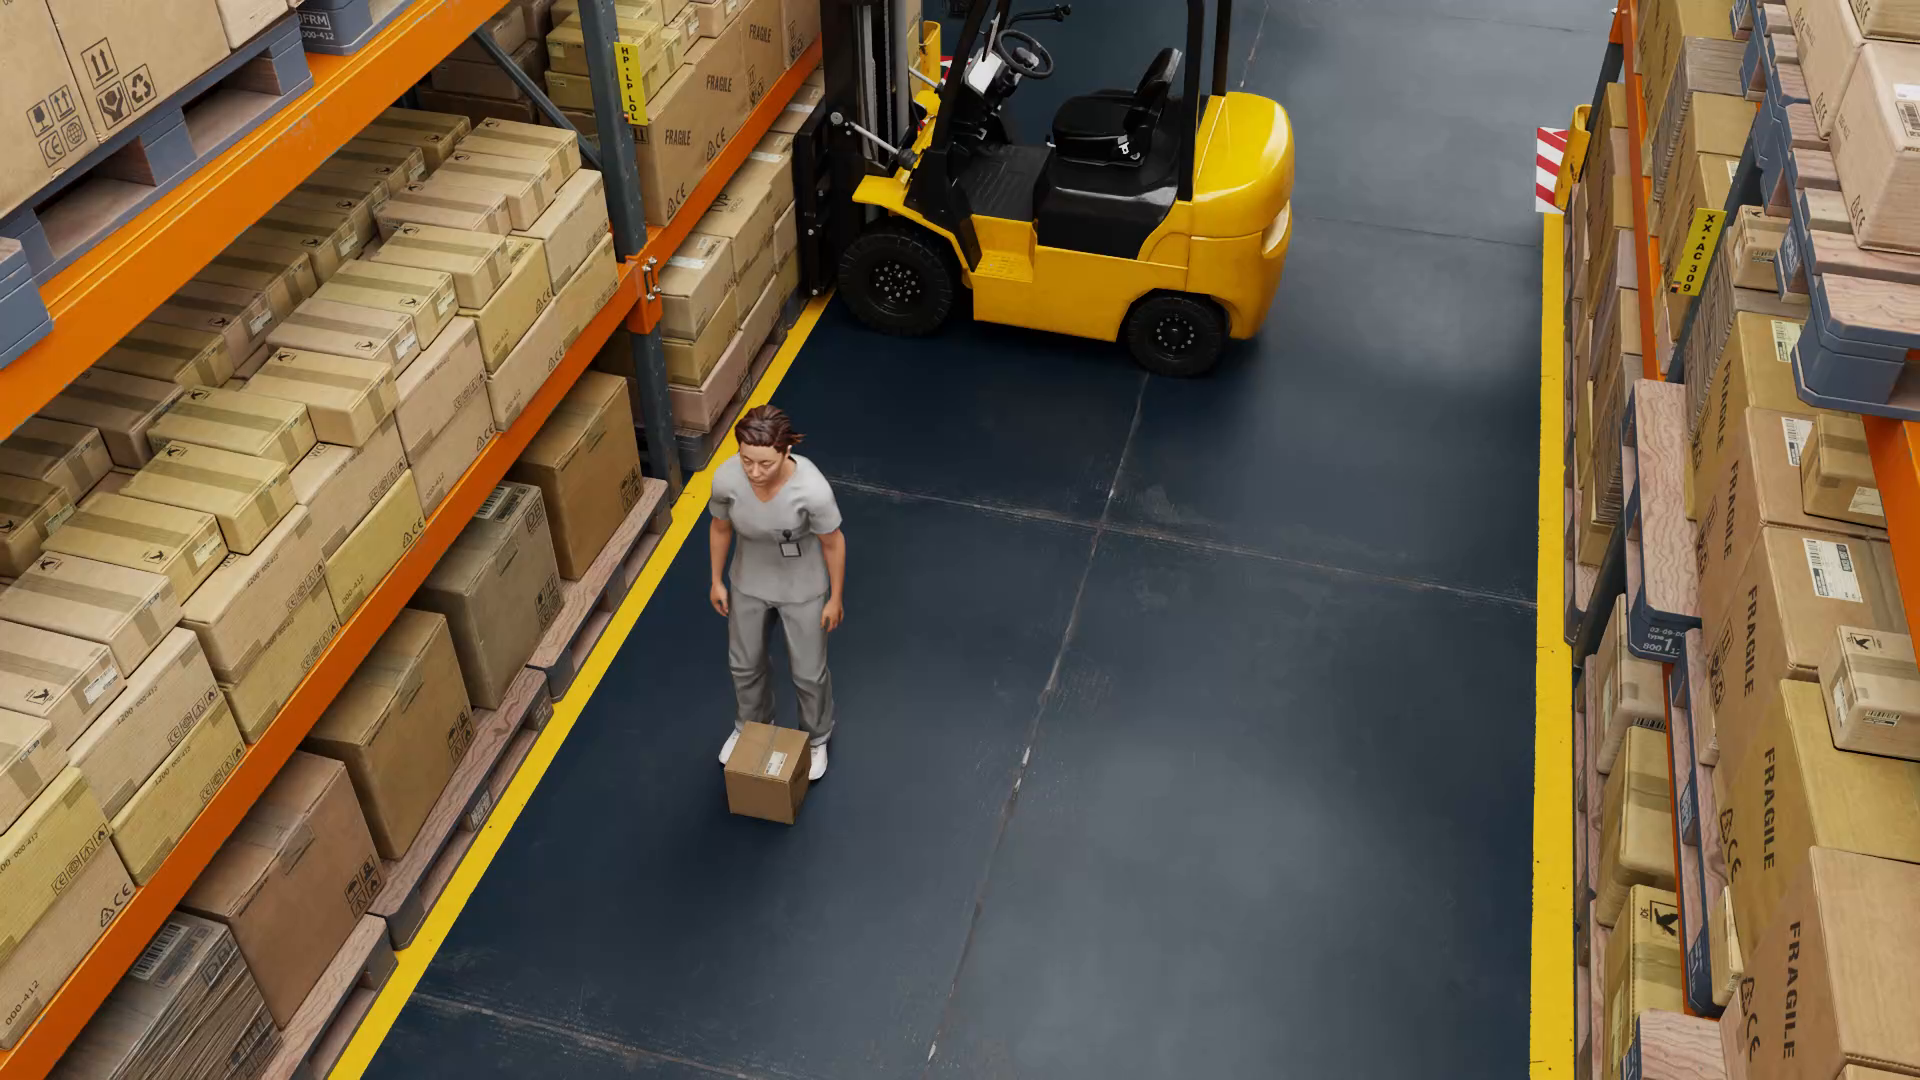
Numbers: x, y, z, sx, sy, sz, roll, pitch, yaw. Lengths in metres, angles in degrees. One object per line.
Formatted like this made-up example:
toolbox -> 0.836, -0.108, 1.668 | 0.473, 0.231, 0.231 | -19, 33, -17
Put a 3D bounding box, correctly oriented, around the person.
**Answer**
person -> -0.656, 0.179, 5.955 | 0.511, 1.673, 0.350 | 8, 42, 9
